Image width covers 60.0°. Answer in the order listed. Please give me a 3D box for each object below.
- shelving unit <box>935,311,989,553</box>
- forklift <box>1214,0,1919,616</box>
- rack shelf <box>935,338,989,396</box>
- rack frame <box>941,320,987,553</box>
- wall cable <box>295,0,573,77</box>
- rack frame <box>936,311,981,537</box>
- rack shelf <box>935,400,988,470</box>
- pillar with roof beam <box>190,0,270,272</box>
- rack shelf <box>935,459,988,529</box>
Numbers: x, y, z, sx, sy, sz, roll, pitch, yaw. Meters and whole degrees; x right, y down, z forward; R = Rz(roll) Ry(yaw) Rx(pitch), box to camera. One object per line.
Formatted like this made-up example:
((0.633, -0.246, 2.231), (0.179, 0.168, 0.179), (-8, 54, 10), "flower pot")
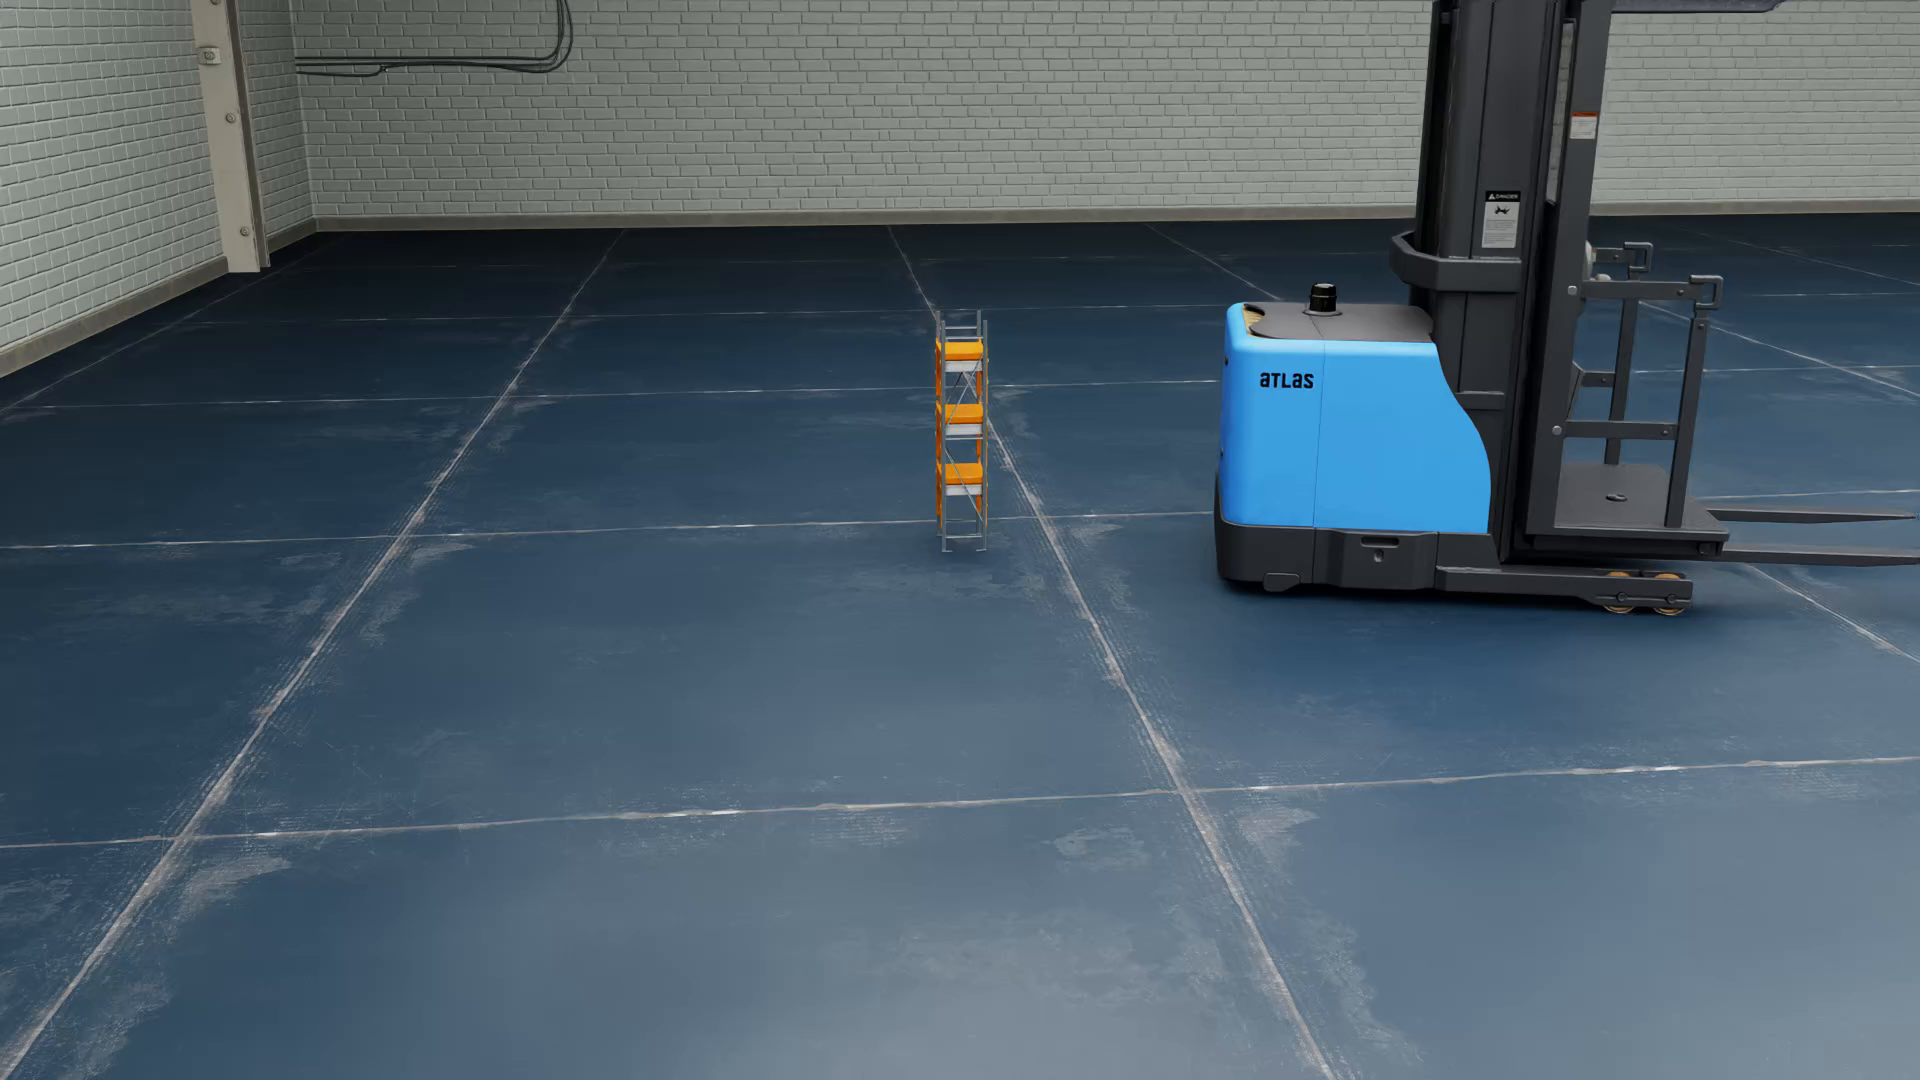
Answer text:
((0.006, -0.485, 7.469), (0.215, 1.050, 0.252), (-2, 18, -6), "shelving unit")
((2.642, -1.263, 6.807), (3.031, 2.935, 1.130), (2, 18, 7), "forklift")
((0.006, -0.746, 7.387), (0.215, 0.259, 0.240), (-2, 18, -6), "rack shelf")
((0.018, -0.449, 7.353), (0.200, 1.050, 0.008), (-2, 18, -6), "rack frame")
((-5.817, -6.327, 17.991), (3.097, 2.526, 0.112), (-2, 18, -6), "wall cable")
((-0.007, -0.521, 7.585), (0.200, 1.050, 0.008), (-2, 18, -6), "rack frame")
((0.006, -0.475, 7.472), (0.215, 0.259, 0.240), (-2, 18, -6), "rack shelf")
((-2.546, -7.023, 15.024), (9.100, 9.000, 0.400), (-2, 18, -6), "pillar with roof beam")
((0.006, -0.210, 7.555), (0.215, 0.259, 0.240), (-2, 18, -6), "rack shelf")
